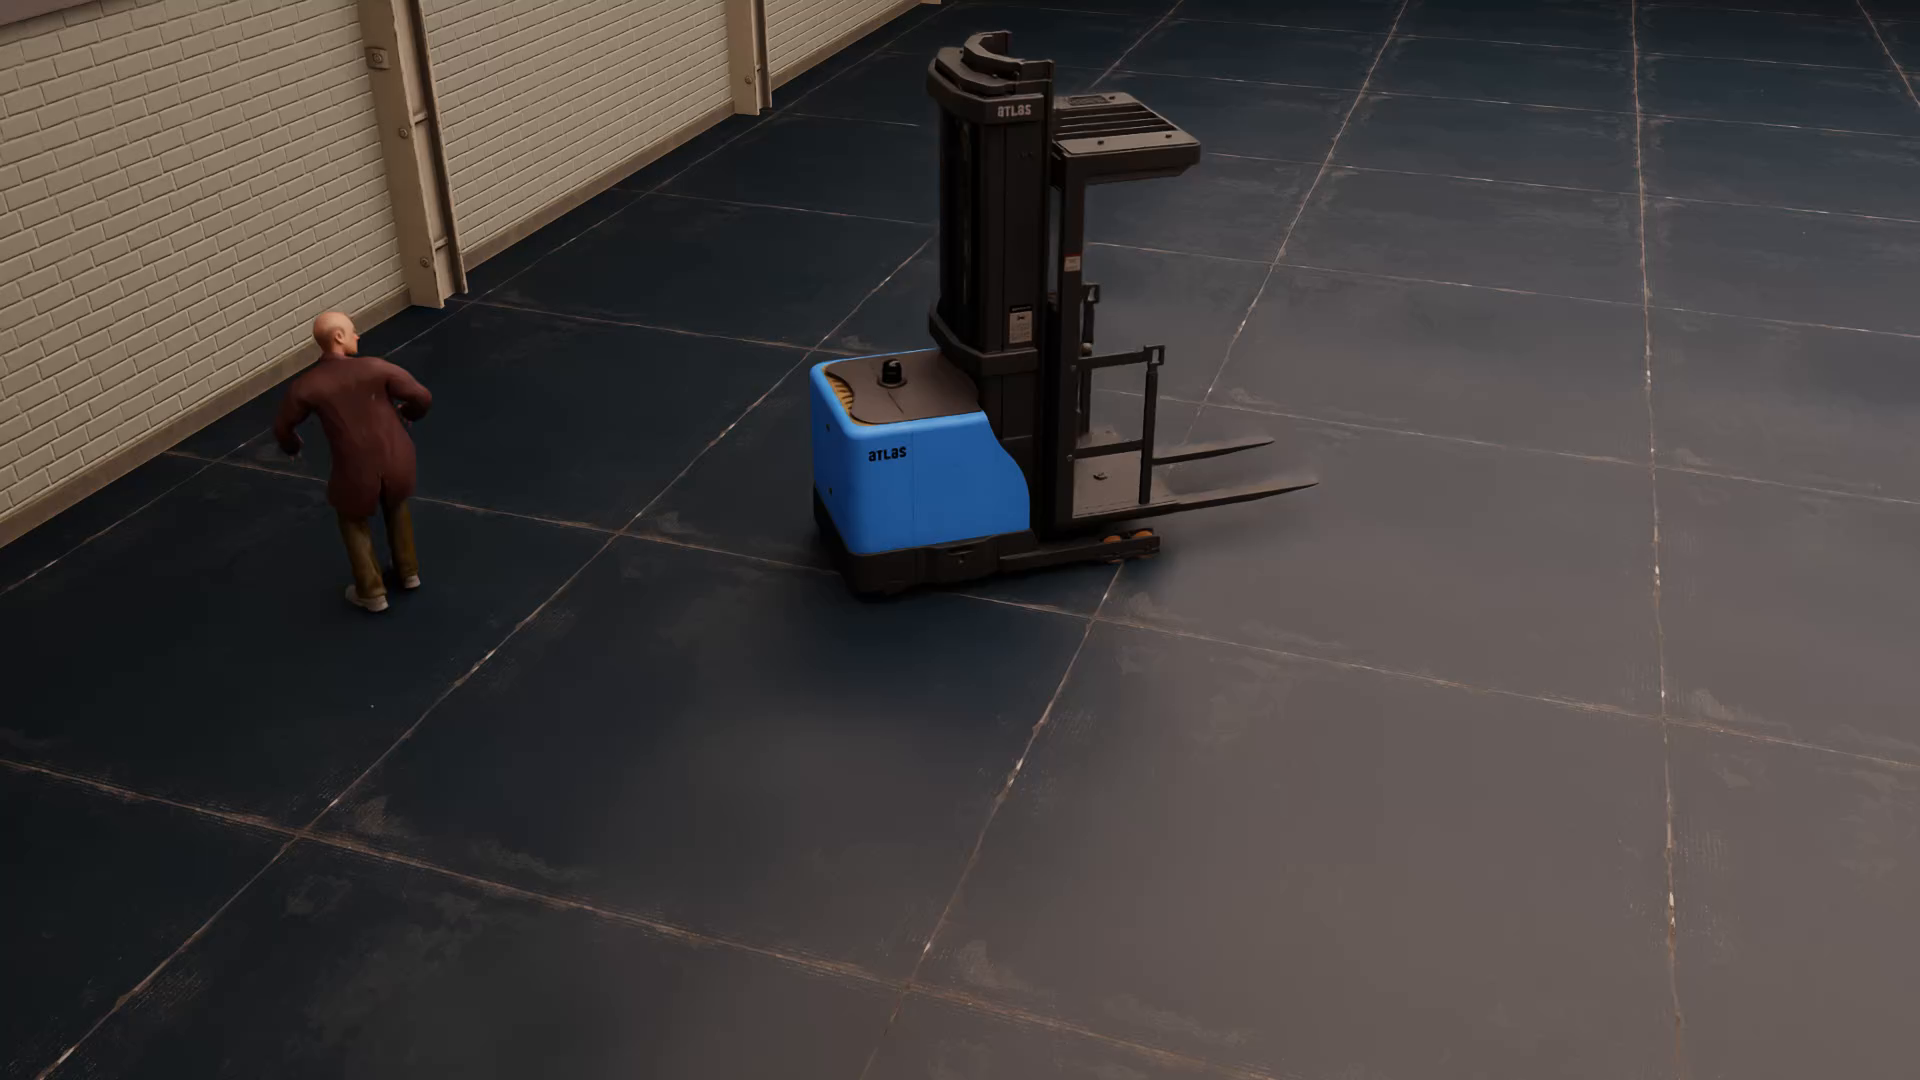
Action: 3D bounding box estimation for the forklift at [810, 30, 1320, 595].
[{"bbox_3d":[0.681,-1.372,9.543,3.031,2.935,1.130,-9,31,-15],"label":"forklift"}]

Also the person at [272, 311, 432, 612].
[{"bbox_3d":[-3.313,-0.451,9.196,0.830,1.723,0.576,-13,32,-22],"label":"person"}]
